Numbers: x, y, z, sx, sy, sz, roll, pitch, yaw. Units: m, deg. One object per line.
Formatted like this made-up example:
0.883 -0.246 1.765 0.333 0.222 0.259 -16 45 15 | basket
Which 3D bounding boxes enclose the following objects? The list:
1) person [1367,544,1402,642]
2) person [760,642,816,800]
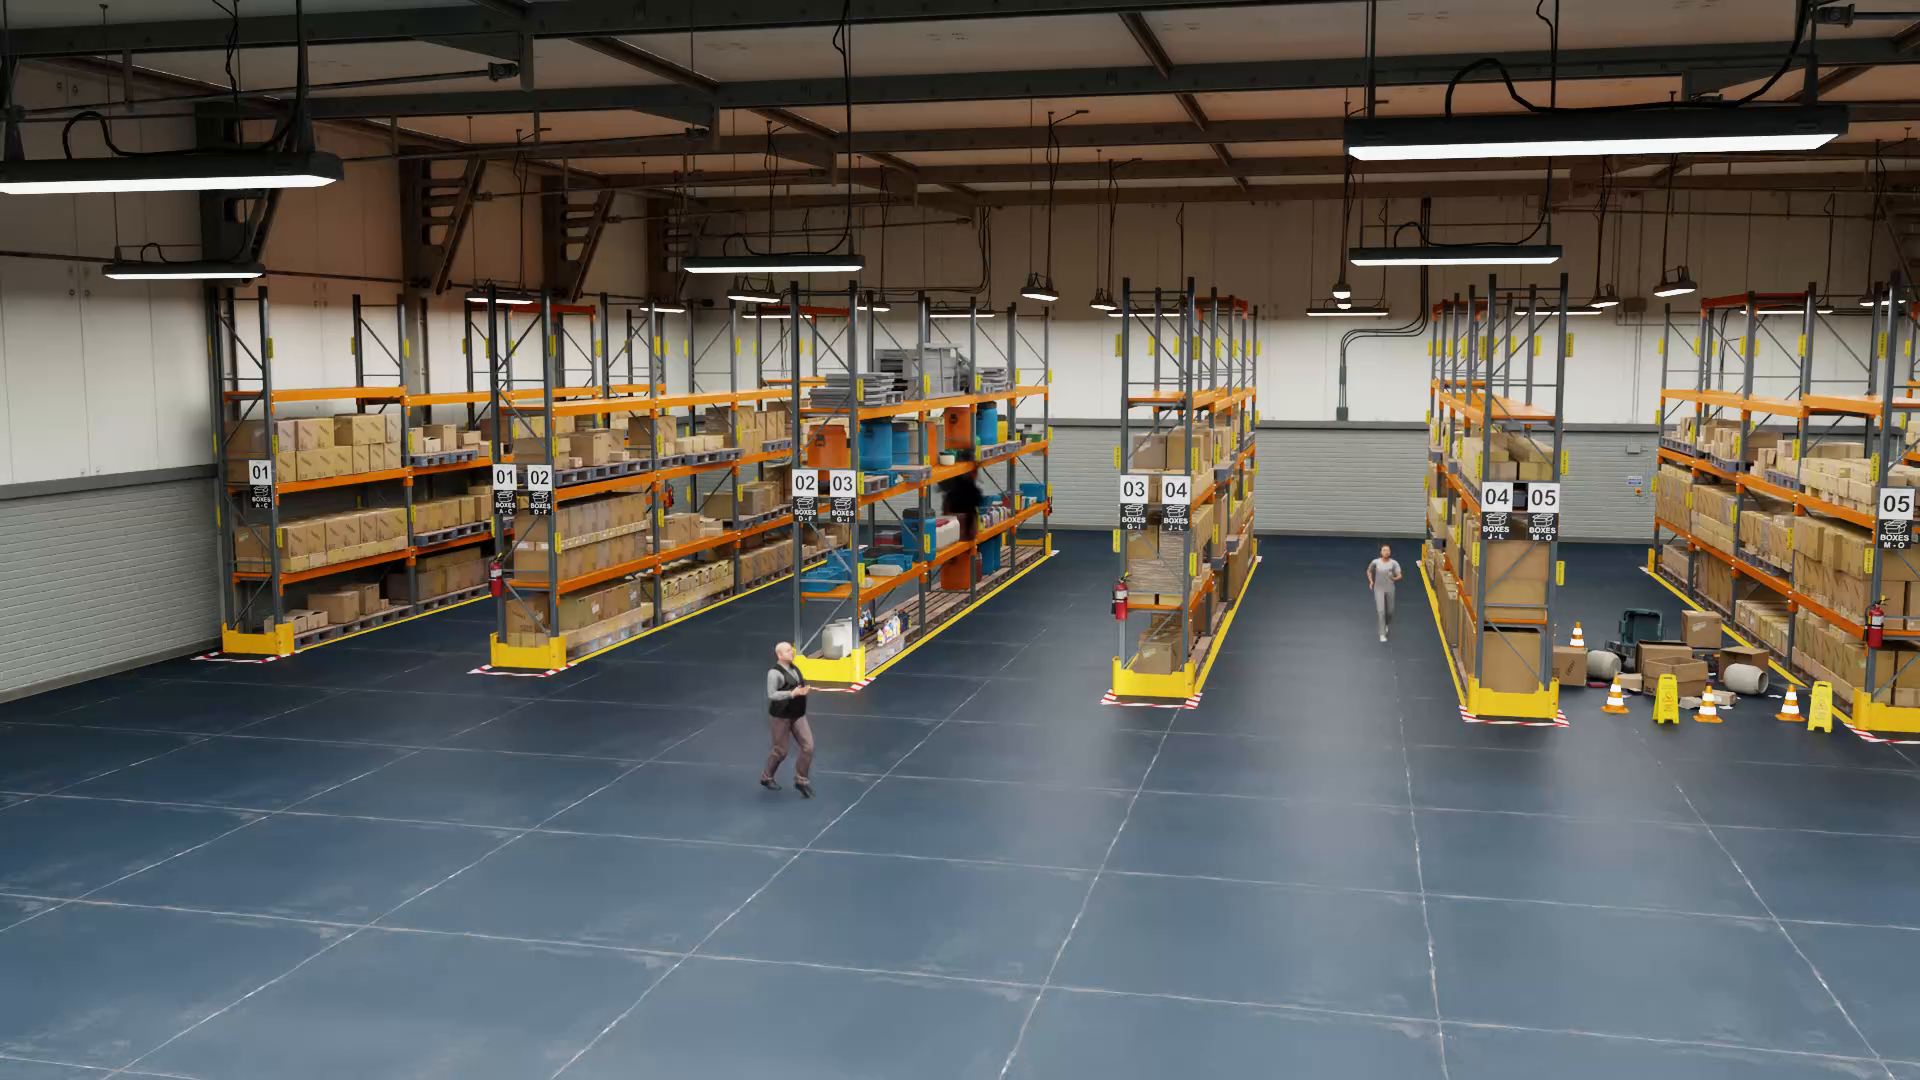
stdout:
7.302 0.884 28.629 0.574 1.645 0.929 1 7 8 | person
-1.923 2.022 18.575 0.726 1.780 0.640 5 8 36 | person
